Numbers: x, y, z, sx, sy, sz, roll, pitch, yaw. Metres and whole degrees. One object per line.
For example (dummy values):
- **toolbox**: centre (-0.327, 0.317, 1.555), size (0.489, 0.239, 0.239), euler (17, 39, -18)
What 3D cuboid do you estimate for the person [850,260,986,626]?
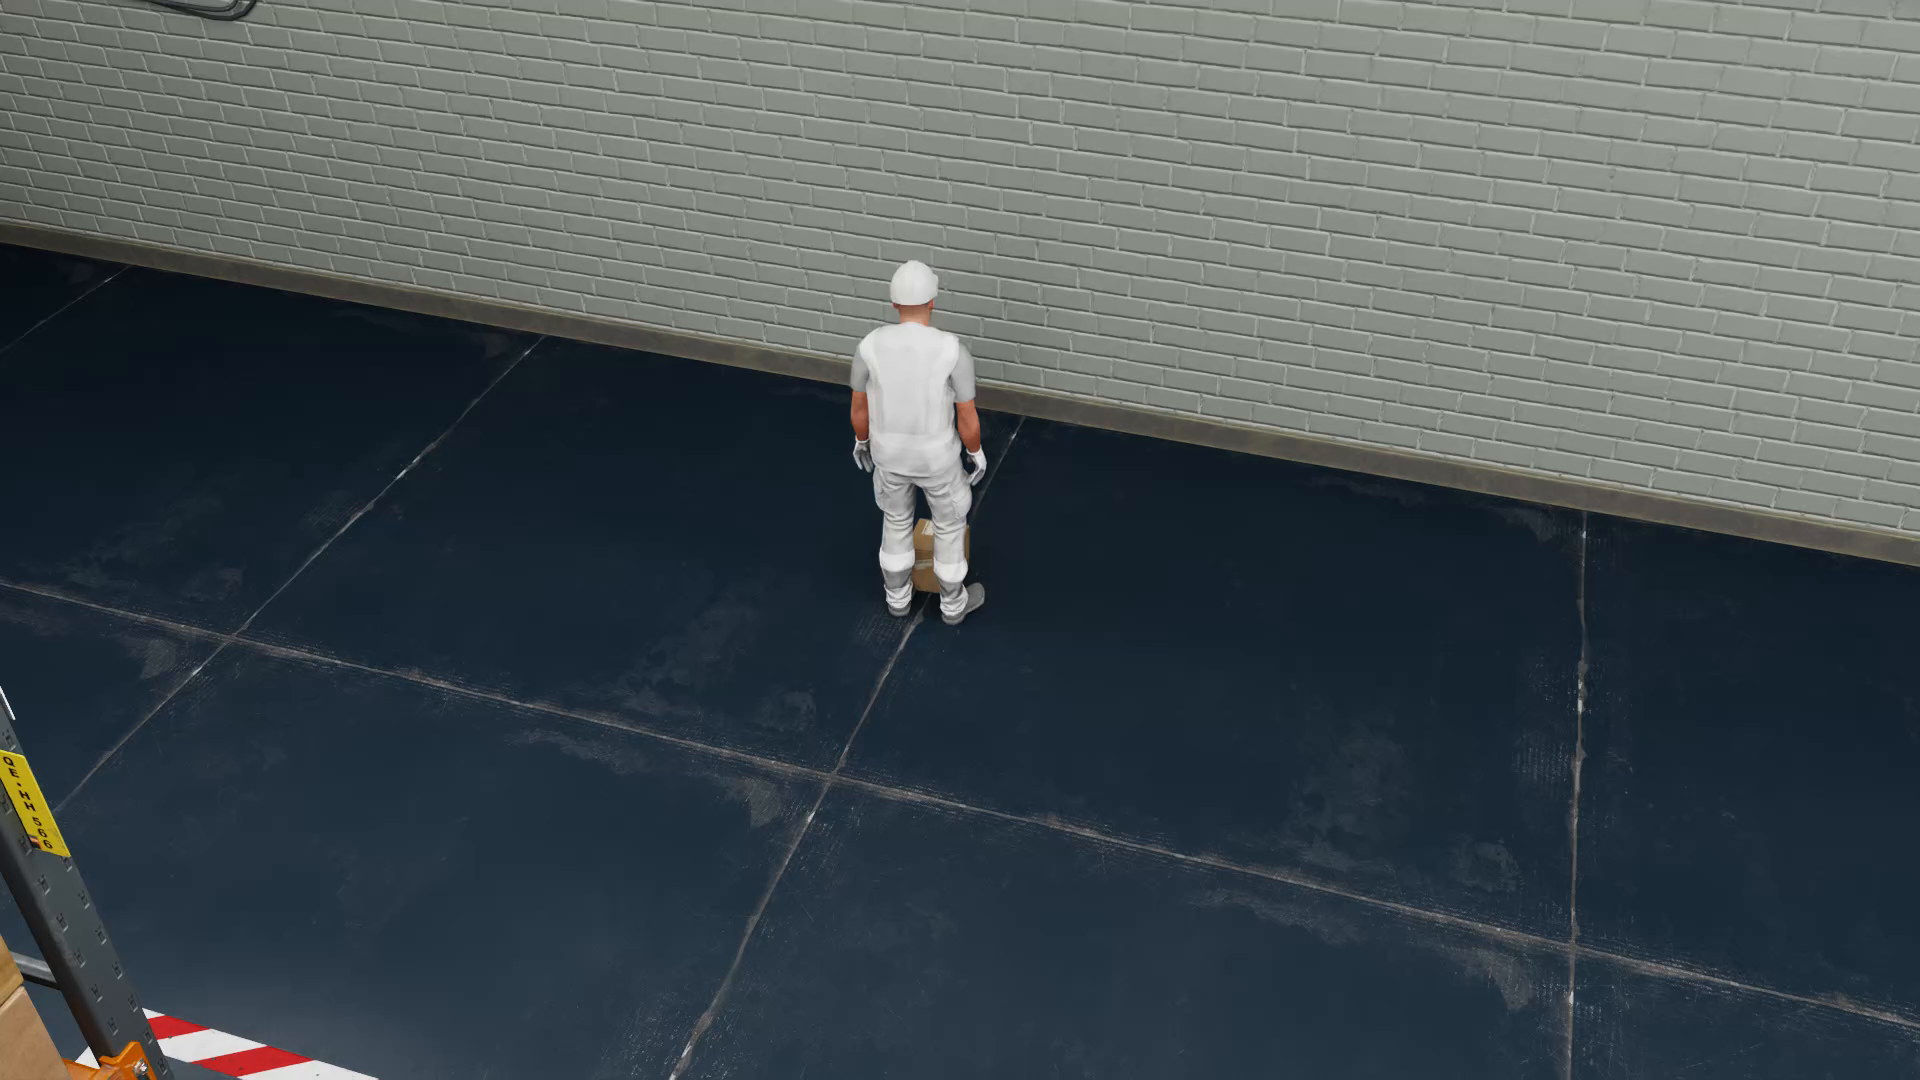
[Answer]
- **person**: centre (-0.183, -0.402, 7.419), size (0.612, 1.778, 0.451), euler (9, 38, 11)
